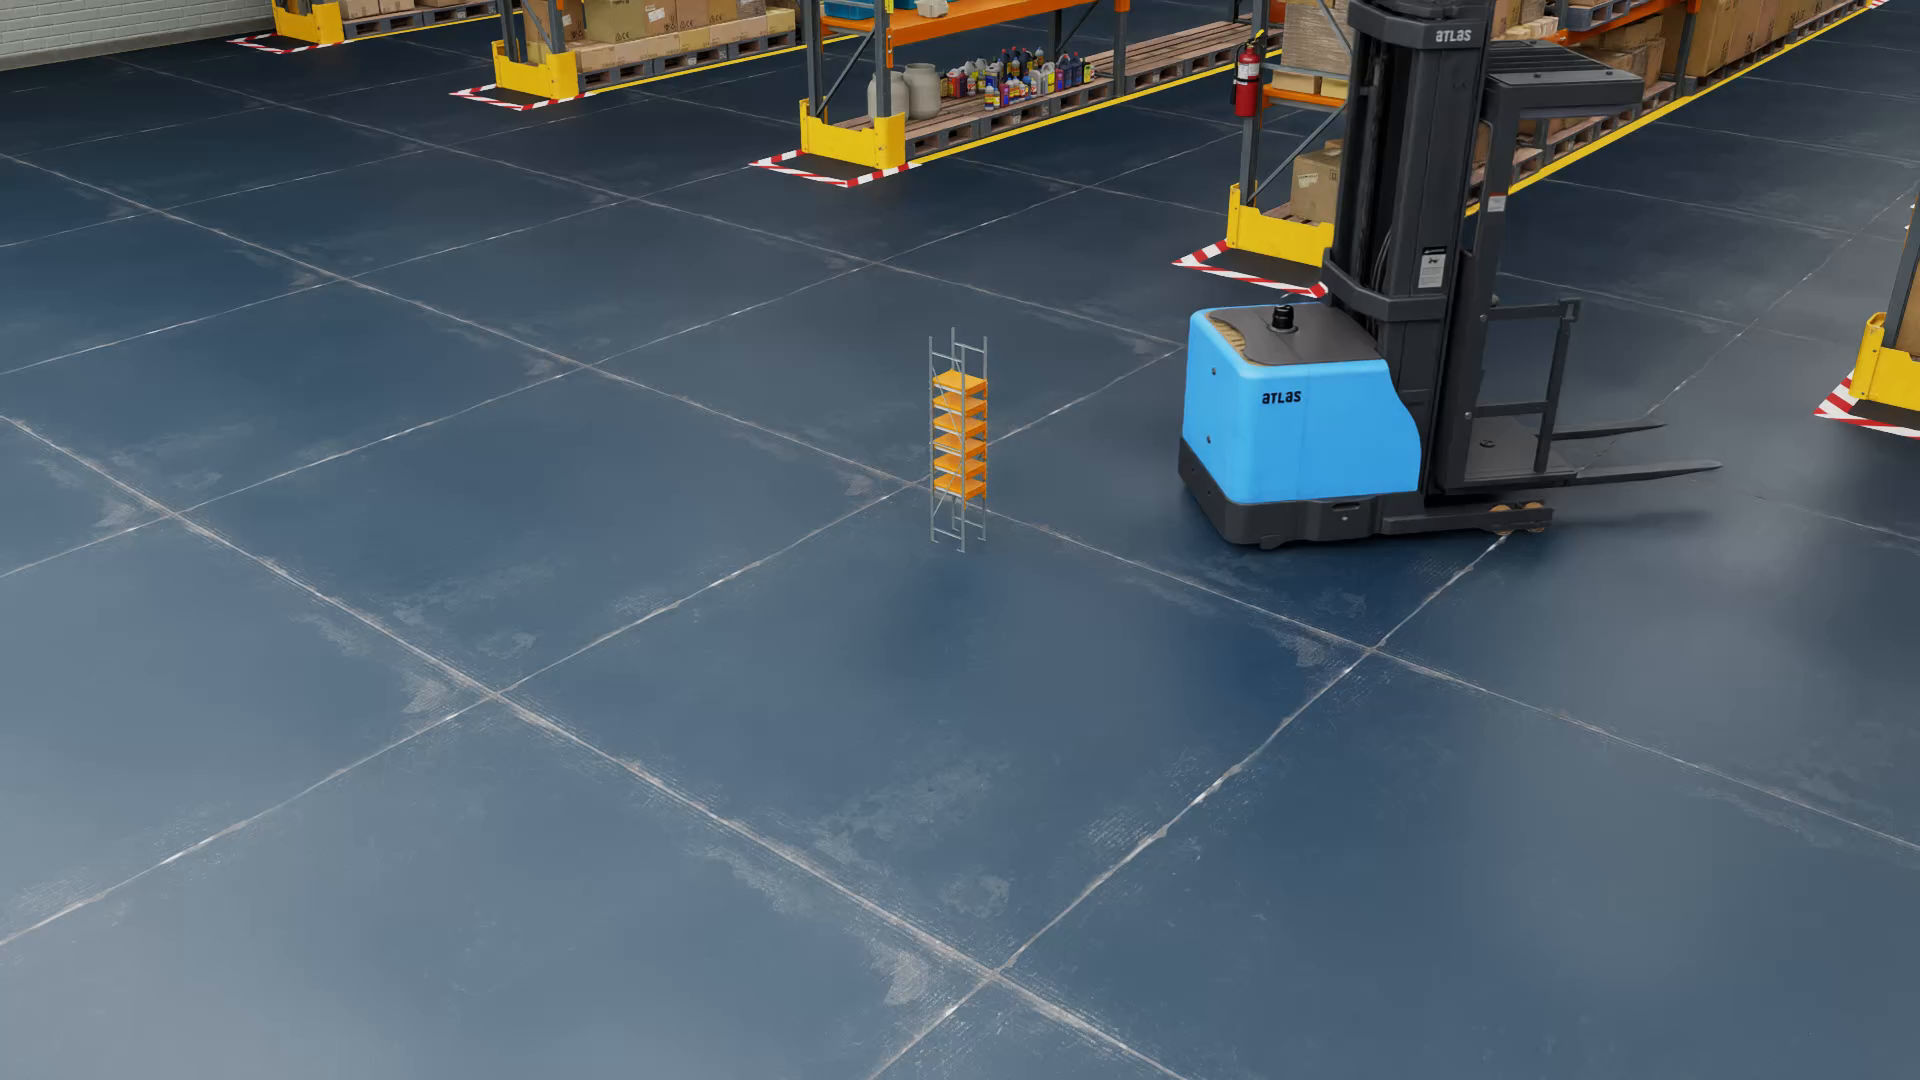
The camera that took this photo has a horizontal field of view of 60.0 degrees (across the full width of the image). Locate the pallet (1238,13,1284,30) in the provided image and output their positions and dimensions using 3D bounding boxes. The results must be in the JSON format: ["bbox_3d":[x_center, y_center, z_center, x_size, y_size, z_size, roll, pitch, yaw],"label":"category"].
[{"bbox_3d":[4.472,-7.020,22.589,1.003,0.211,1.213,21,34,34],"label":"pallet"}]

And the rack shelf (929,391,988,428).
[{"bbox_3d":[-0.009,-0.701,8.875,0.258,0.103,0.180,21,34,34],"label":"rack shelf"}]

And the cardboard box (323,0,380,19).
[{"bbox_3d":[-8.221,-7.246,22.439,0.500,0.311,0.500,17,32,29],"label":"cardboard box"}]

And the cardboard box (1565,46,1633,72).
[{"bbox_3d":[6.716,-4.957,17.810,0.700,0.500,0.500,24,36,38],"label":"cardboard box"}]

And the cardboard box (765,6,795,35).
[{"bbox_3d":[-2.487,-6.734,21.538,0.500,0.250,0.500,21,34,34],"label":"cardboard box"}]

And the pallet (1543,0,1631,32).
[{"bbox_3d":[5.879,-5.244,16.331,1.003,0.211,1.213,21,34,34],"label":"pallet"}]

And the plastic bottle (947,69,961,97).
[{"bbox_3d":[-0.074,-4.976,18.090,0.152,0.276,0.135,21,34,35],"label":"plastic bottle"}]

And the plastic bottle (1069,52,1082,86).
[{"bbox_3d":[1.271,-5.255,18.547,0.144,0.351,0.185,20,33,33],"label":"plastic bottle"}]

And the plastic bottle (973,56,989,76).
[{"bbox_3d":[0.235,-5.185,18.411,0.144,0.351,0.185,20,34,34],"label":"plastic bottle"}]

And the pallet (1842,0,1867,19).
[{"bbox_3d":[12.465,-7.810,24.118,1.003,0.211,1.213,21,34,34],"label":"pallet"}]

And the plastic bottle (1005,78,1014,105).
[{"bbox_3d":[0.526,-4.787,17.729,0.097,0.271,0.097,0,27,0],"label":"plastic bottle"}]

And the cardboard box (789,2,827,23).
[{"bbox_3d":[-1.913,-7.033,22.116,0.500,0.250,0.500,20,33,33],"label":"cardboard box"}]

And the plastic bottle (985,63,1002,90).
[{"bbox_3d":[0.365,-5.117,18.362,0.152,0.276,0.135,21,34,34],"label":"plastic bottle"}]

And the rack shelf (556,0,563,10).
[{"bbox_3d":[-3.633,-6.969,20.239,1.077,0.370,4.000,21,34,34],"label":"rack shelf"}]

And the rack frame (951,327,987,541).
[{"bbox_3d":[0.049,-0.560,9.027,0.240,1.200,0.006,21,34,34],"label":"rack frame"}]

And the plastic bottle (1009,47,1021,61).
[{"bbox_3d":[0.625,-5.402,18.832,0.144,0.351,0.185,22,34,36],"label":"plastic bottle"}]

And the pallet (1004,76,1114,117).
[{"bbox_3d":[0.999,-5.084,18.847,1.003,0.211,1.213,21,34,34],"label":"pallet"}]

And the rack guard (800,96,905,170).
[{"bbox_3d":[-1.074,-4.060,16.555,1.175,0.500,0.348,21,34,34],"label":"rack guard"}]

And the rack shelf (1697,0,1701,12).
[{"bbox_3d":[9.097,-6.908,20.123,1.077,0.370,4.000,21,34,34],"label":"rack shelf"}]

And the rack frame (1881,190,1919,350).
[{"bbox_3d":[6.499,-2.197,10.232,1.000,3.000,0.127,21,34,34],"label":"rack frame"}]

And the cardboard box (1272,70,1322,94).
[{"bbox_3d":[2.758,-3.732,13.473,0.380,0.149,0.250,21,34,34],"label":"cardboard box"}]

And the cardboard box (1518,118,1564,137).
[{"bbox_3d":[5.688,-4.397,16.727,0.700,0.500,0.500,18,32,31],"label":"cardboard box"}]

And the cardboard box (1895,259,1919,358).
[{"bbox_3d":[6.880,-1.700,11.126,0.875,0.875,0.875,21,34,35],"label":"cardboard box"}]

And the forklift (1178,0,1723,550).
[{"bbox_3d":[2.858,-1.563,9.081,3.031,2.935,1.130,-5,28,-9],"label":"forklift"}]

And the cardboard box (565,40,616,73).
[{"bbox_3d":[-4.393,-5.669,19.480,0.500,0.250,0.500,21,34,34],"label":"cardboard box"}]

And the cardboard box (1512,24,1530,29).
[{"bbox_3d":[4.999,-4.670,15.286,0.380,0.149,0.250,21,34,34],"label":"cardboard box"}]

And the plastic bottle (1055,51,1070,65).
[{"bbox_3d":[1.160,-5.297,18.628,0.144,0.351,0.185,21,34,34],"label":"plastic bottle"}]

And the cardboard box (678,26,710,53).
[{"bbox_3d":[-3.437,-6.201,20.507,0.500,0.250,0.500,21,34,34],"label":"cardboard box"}]

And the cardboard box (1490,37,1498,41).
[{"bbox_3d":[4.537,-4.398,14.761,0.380,0.149,0.250,21,34,34],"label":"cardboard box"}]

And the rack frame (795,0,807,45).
[{"bbox_3d":[-2.361,-7.997,21.444,1.000,3.000,0.127,21,34,34],"label":"rack frame"}]

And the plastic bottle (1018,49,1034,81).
[{"bbox_3d":[0.736,-5.360,18.751,0.144,0.351,0.185,21,34,34],"label":"plastic bottle"}]

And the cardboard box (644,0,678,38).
[{"bbox_3d":[-3.768,-6.361,20.001,0.500,0.500,0.500,21,34,34],"label":"cardboard box"}]

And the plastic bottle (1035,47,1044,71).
[{"bbox_3d":[0.918,-5.547,19.198,0.097,0.271,0.097,0,27,0],"label":"plastic bottle"}]

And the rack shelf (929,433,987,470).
[{"bbox_3d":[-0.009,-0.488,8.985,0.258,0.103,0.180,21,34,34],"label":"rack shelf"}]

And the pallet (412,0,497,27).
[{"bbox_3d":[-7.362,-7.522,23.561,1.003,0.211,1.213,21,34,34],"label":"pallet"}]

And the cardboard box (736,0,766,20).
[{"bbox_3d":[-2.814,-6.893,21.030,0.500,0.500,0.500,21,34,34],"label":"cardboard box"}]

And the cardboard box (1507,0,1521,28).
[{"bbox_3d":[4.601,-4.969,15.158,0.875,0.500,0.500,21,34,34],"label":"cardboard box"}]

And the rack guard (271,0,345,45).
[{"bbox_3d":[-8.682,-6.942,22.125,1.175,0.500,0.348,21,34,34],"label":"rack guard"}]

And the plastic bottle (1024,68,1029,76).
[{"bbox_3d":[0.755,-5.017,18.160,0.061,0.283,0.133,21,34,34],"label":"plastic bottle"}]

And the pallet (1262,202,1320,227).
[{"bbox_3d":[3.329,-2.749,14.333,1.003,0.211,1.213,21,34,34],"label":"pallet"}]

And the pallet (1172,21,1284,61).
[{"bbox_3d":[3.480,-6.465,21.517,1.003,0.211,1.213,21,34,34],"label":"pallet"}]

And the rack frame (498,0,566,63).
[{"bbox_3d":[-4.905,-6.579,18.703,1.000,3.000,0.127,21,34,34],"label":"rack frame"}]

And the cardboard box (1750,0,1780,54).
[{"bbox_3d":[9.410,-6.630,20.657,1.225,0.875,0.875,19,33,33],"label":"cardboard box"}]

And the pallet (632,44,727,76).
[{"bbox_3d":[-3.675,-6.055,20.724,1.003,0.211,1.213,21,34,34],"label":"pallet"}]

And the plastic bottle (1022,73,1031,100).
[{"bbox_3d":[0.719,-4.894,17.937,0.097,0.271,0.097,0,27,0],"label":"plastic bottle"}]

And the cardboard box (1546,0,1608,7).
[{"bbox_3d":[5.894,-5.794,16.076,1.000,1.000,1.000,21,34,35],"label":"cardboard box"}]

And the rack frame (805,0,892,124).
[{"bbox_3d":[-1.086,-5.130,15.902,1.000,3.000,0.127,21,34,34],"label":"rack frame"}]

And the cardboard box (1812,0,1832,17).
[{"bbox_3d":[11.423,-7.710,22.744,0.875,0.875,0.875,21,34,34],"label":"cardboard box"}]

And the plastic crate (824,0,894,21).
[{"bbox_3d":[-0.998,-5.329,16.448,0.499,0.251,0.616,21,34,34],"label":"plastic crate"}]

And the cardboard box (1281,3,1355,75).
[{"bbox_3d":[3.107,-4.046,13.374,0.875,0.500,0.500,21,34,34],"label":"cardboard box"}]

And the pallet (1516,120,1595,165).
[{"bbox_3d":[5.775,-4.139,17.020,1.003,0.211,1.213,21,34,34],"label":"pallet"}]

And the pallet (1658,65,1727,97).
[{"bbox_3d":[8.384,-5.538,19.725,1.003,0.211,1.213,21,34,34],"label":"pallet"}]

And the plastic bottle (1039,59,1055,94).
[{"bbox_3d":[0.944,-5.072,18.194,0.144,0.351,0.185,21,34,34],"label":"plastic bottle"}]

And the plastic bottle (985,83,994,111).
[{"bbox_3d":[0.308,-4.665,17.494,0.097,0.271,0.097,0,27,0],"label":"plastic bottle"}]

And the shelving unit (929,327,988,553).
[{"bbox_3d":[-0.009,-0.528,8.964,0.258,1.200,0.189,21,34,34],"label":"shelving unit"}]

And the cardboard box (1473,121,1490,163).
[{"bbox_3d":[4.637,-3.842,15.675,0.500,0.500,0.500,-16,31,-28],"label":"cardboard box"}]

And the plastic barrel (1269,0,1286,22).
[{"bbox_3d":[4.301,-7.367,22.132,0.600,0.830,0.708,21,34,34],"label":"plastic barrel"}]
